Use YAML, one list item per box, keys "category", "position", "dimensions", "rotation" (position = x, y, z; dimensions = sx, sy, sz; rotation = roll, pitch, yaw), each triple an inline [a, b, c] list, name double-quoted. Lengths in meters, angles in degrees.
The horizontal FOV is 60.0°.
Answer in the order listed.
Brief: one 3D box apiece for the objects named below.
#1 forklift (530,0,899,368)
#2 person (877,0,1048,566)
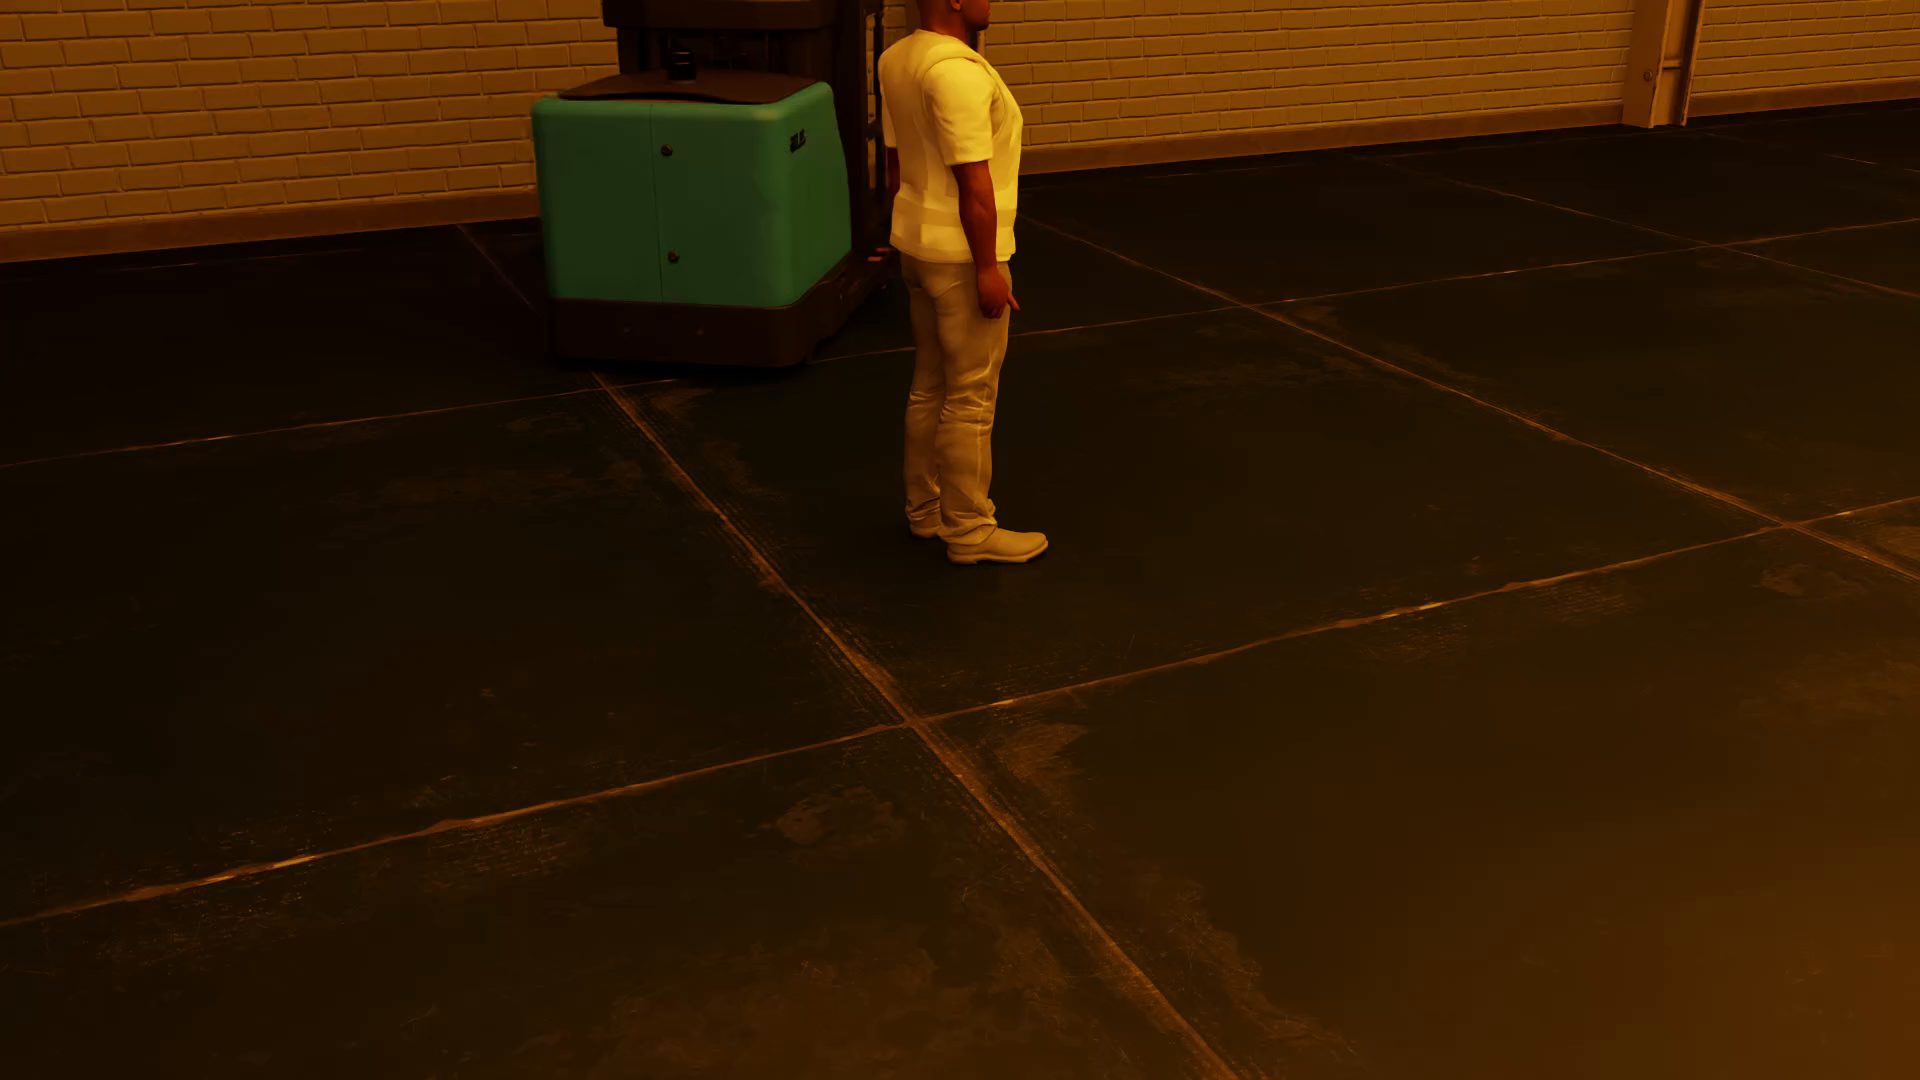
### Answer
- category: "forklift"
  position: [-0.911, -2.565, 7.460]
  dimensions: [1.130, 2.935, 3.031]
  rotation: [4, 23, 9]
- category: "person"
  position: [-0.002, -0.819, 4.777]
  dimensions: [0.388, 1.770, 0.556]
  rotation: [-10, 25, -23]
